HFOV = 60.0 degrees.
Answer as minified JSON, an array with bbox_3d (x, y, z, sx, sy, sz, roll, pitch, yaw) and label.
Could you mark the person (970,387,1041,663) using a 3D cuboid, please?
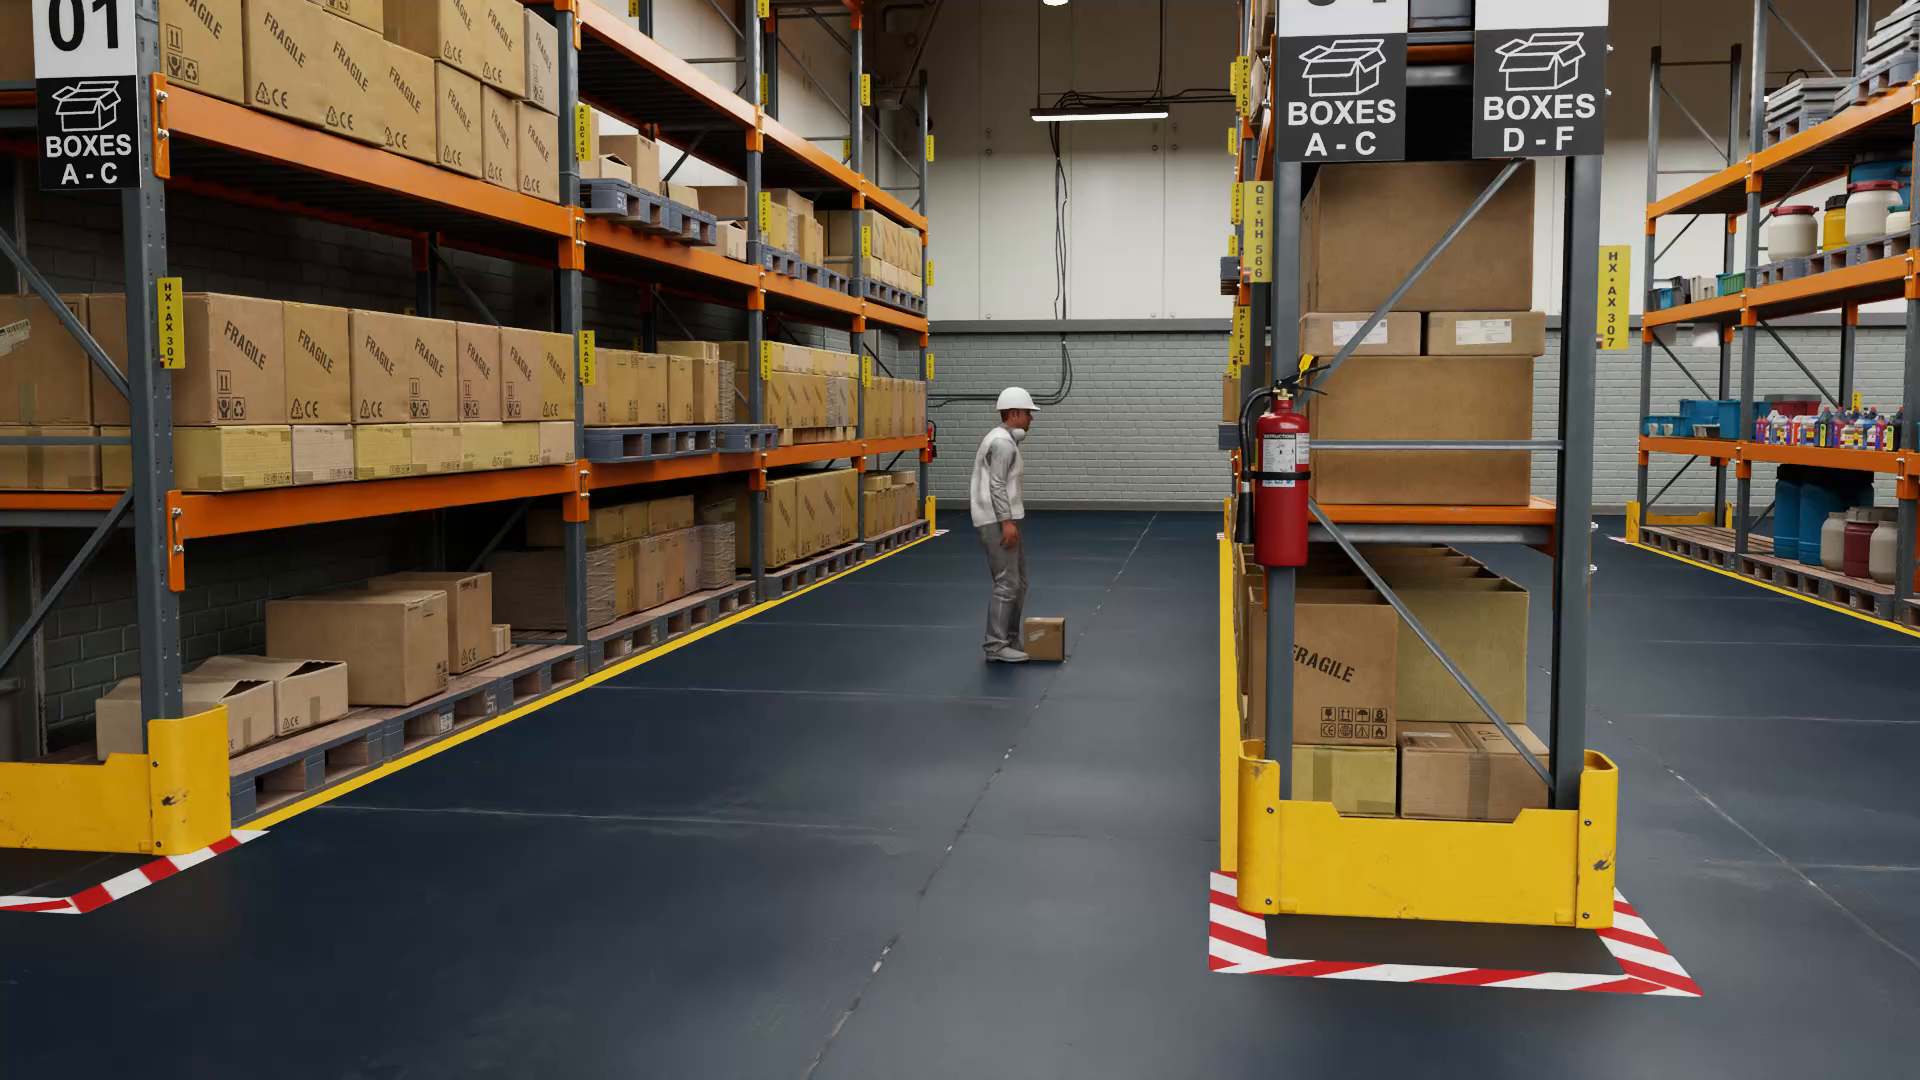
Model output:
[{"bbox_3d":[0.302,-0.112,10.906,0.475,1.771,0.592,0,4,5],"label":"person"}]
